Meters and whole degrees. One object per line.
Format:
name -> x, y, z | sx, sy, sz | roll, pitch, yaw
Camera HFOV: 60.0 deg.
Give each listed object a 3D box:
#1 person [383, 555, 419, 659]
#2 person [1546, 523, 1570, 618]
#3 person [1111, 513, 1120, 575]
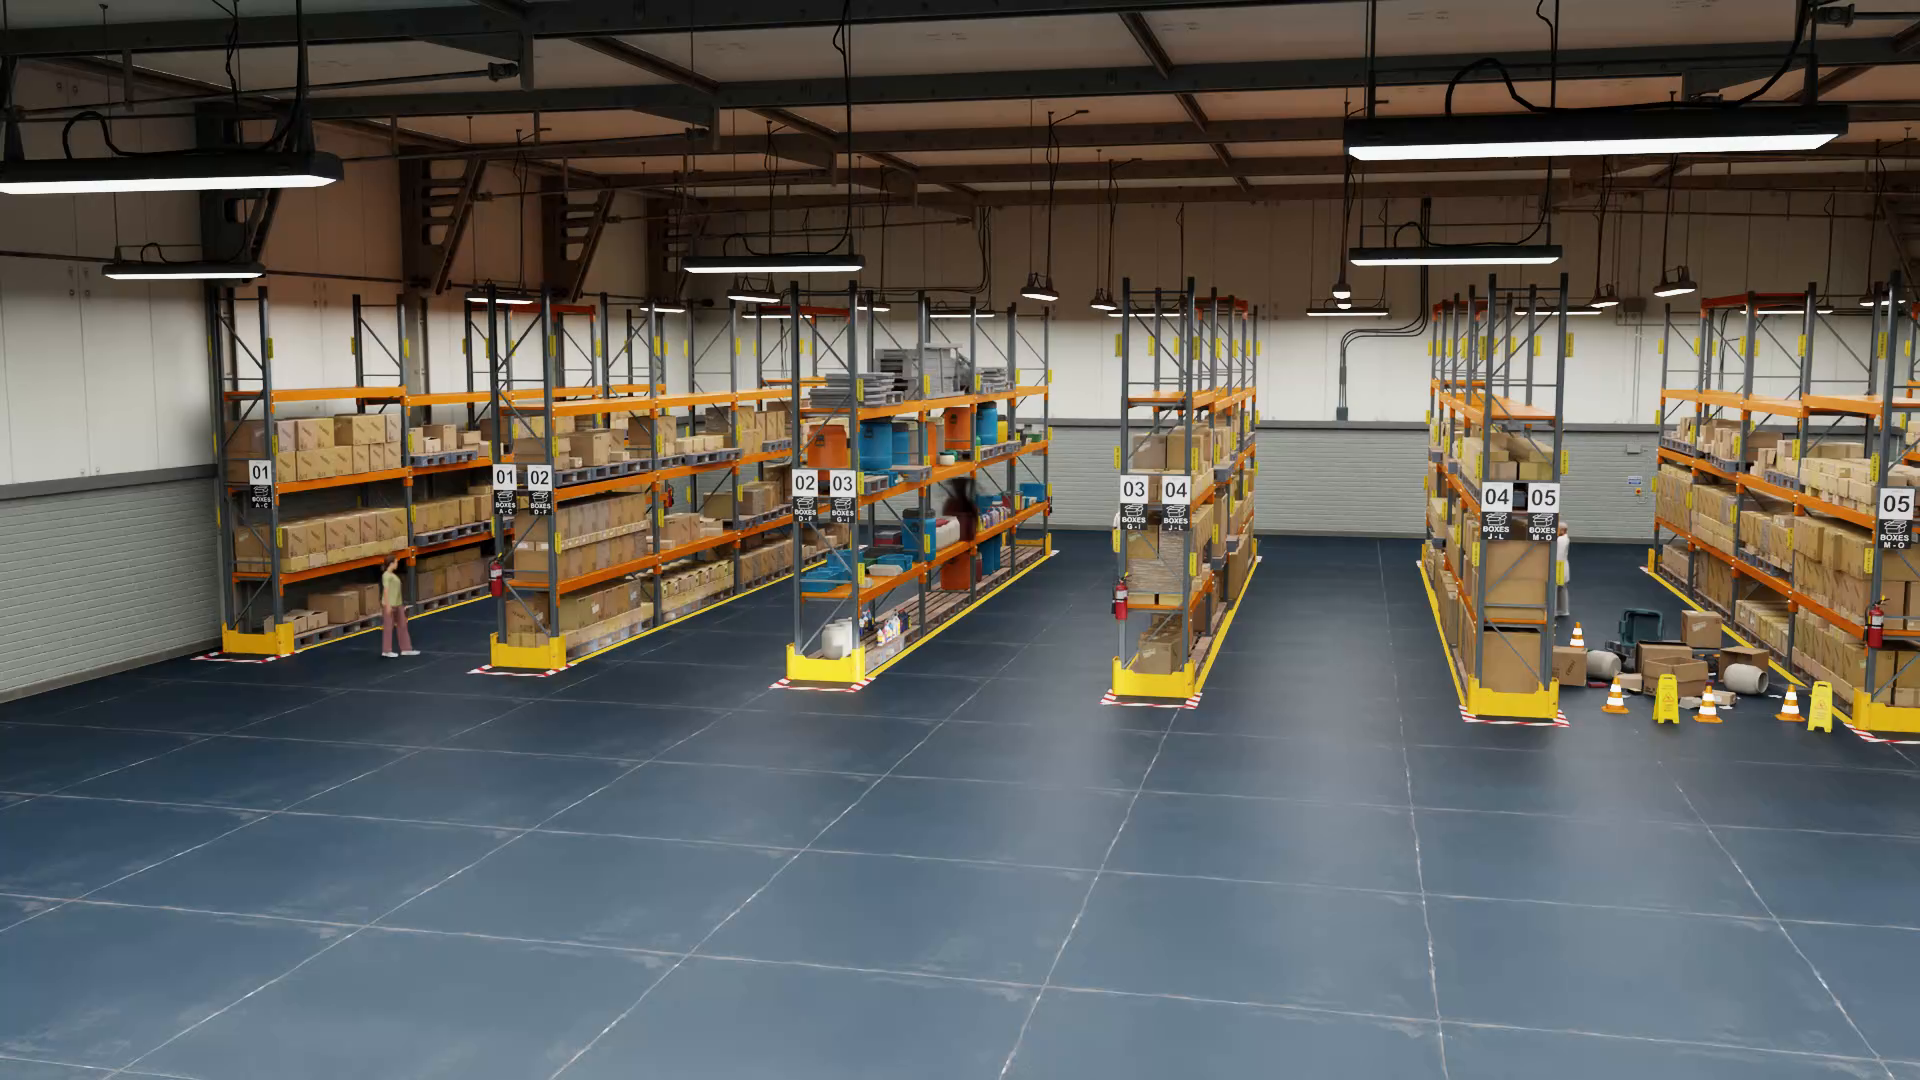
person -> -9.142, 1.085, 27.023 | 0.511, 1.678, 0.504 | 1, 7, 12
person -> 11.189, 0.563, 31.149 | 0.650, 1.783, 0.473 | -6, 9, -41
person -> 3.601, 0.011, 36.149 | 0.644, 1.733, 0.923 | 1, 7, 7
